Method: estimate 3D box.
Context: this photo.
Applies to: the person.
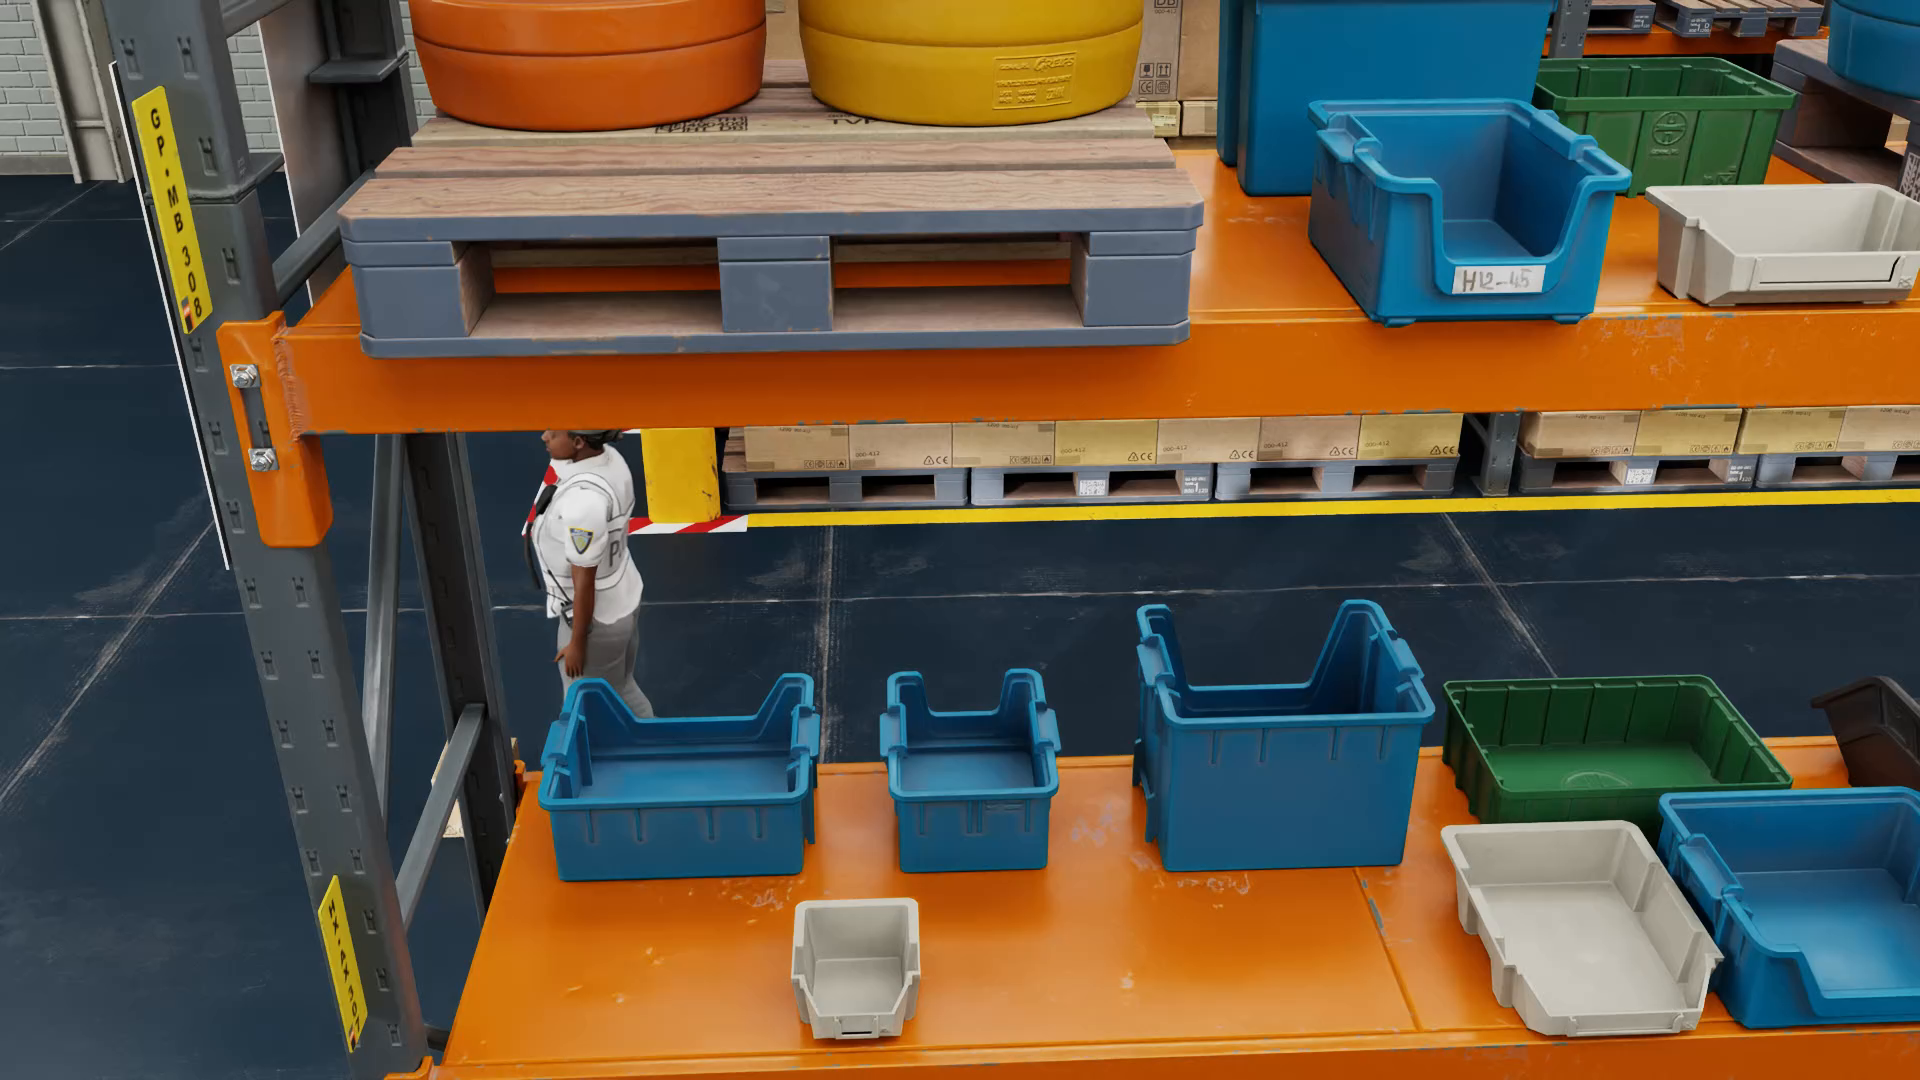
[{"bbox_3d":[-1.239,0.267,5.635,0.347,1.716,0.436,-1,28,-1],"label":"person"}]
